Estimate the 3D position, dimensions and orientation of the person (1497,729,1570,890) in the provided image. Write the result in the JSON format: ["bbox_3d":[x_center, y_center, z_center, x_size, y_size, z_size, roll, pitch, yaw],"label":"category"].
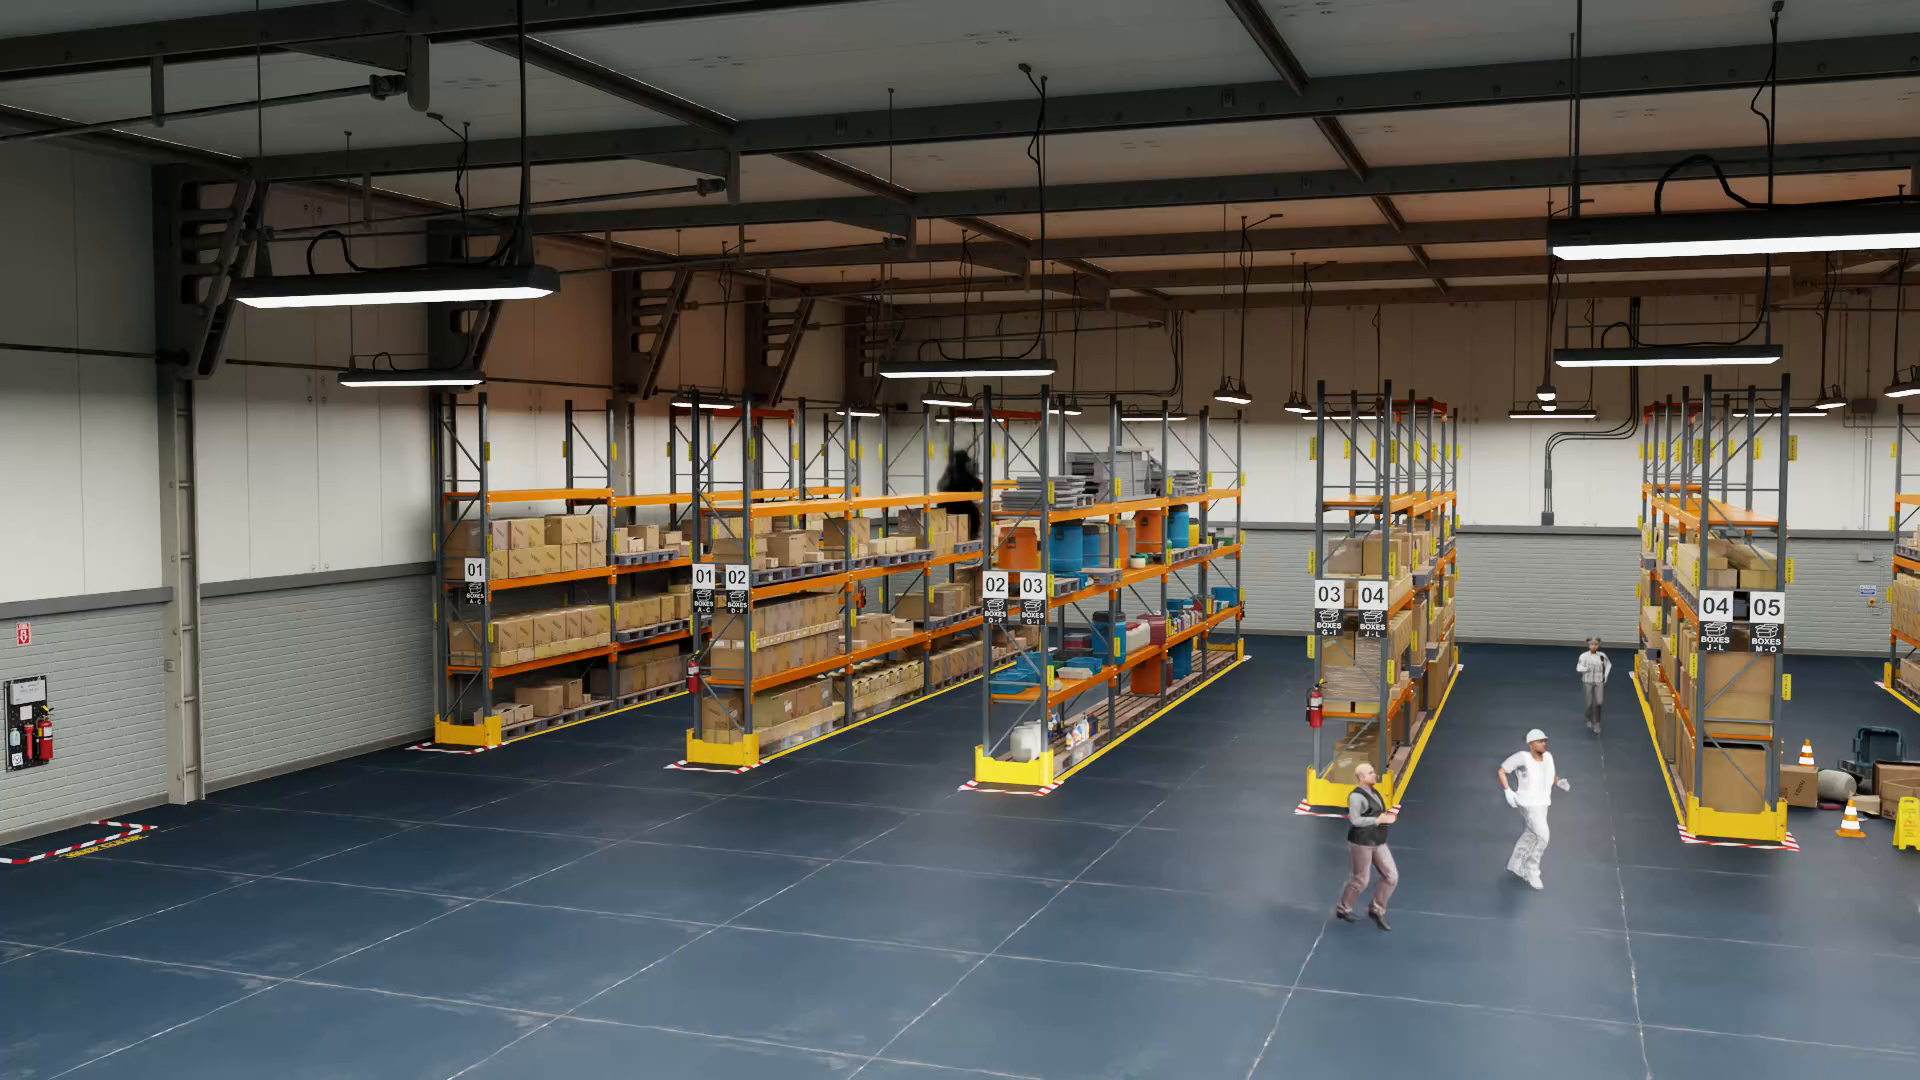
[{"bbox_3d":[6.654,3.093,19.238,0.663,1.823,0.777,-2,4,-33],"label":"person"}]

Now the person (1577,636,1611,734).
[{"bbox_3d":[11.302,2.584,29.644,0.592,1.728,0.684,1,3,18],"label":"person"}]

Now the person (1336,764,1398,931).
[{"bbox_3d":[4.282,3.220,17.397,0.637,1.763,0.711,-3,4,-44],"label":"person"}]
